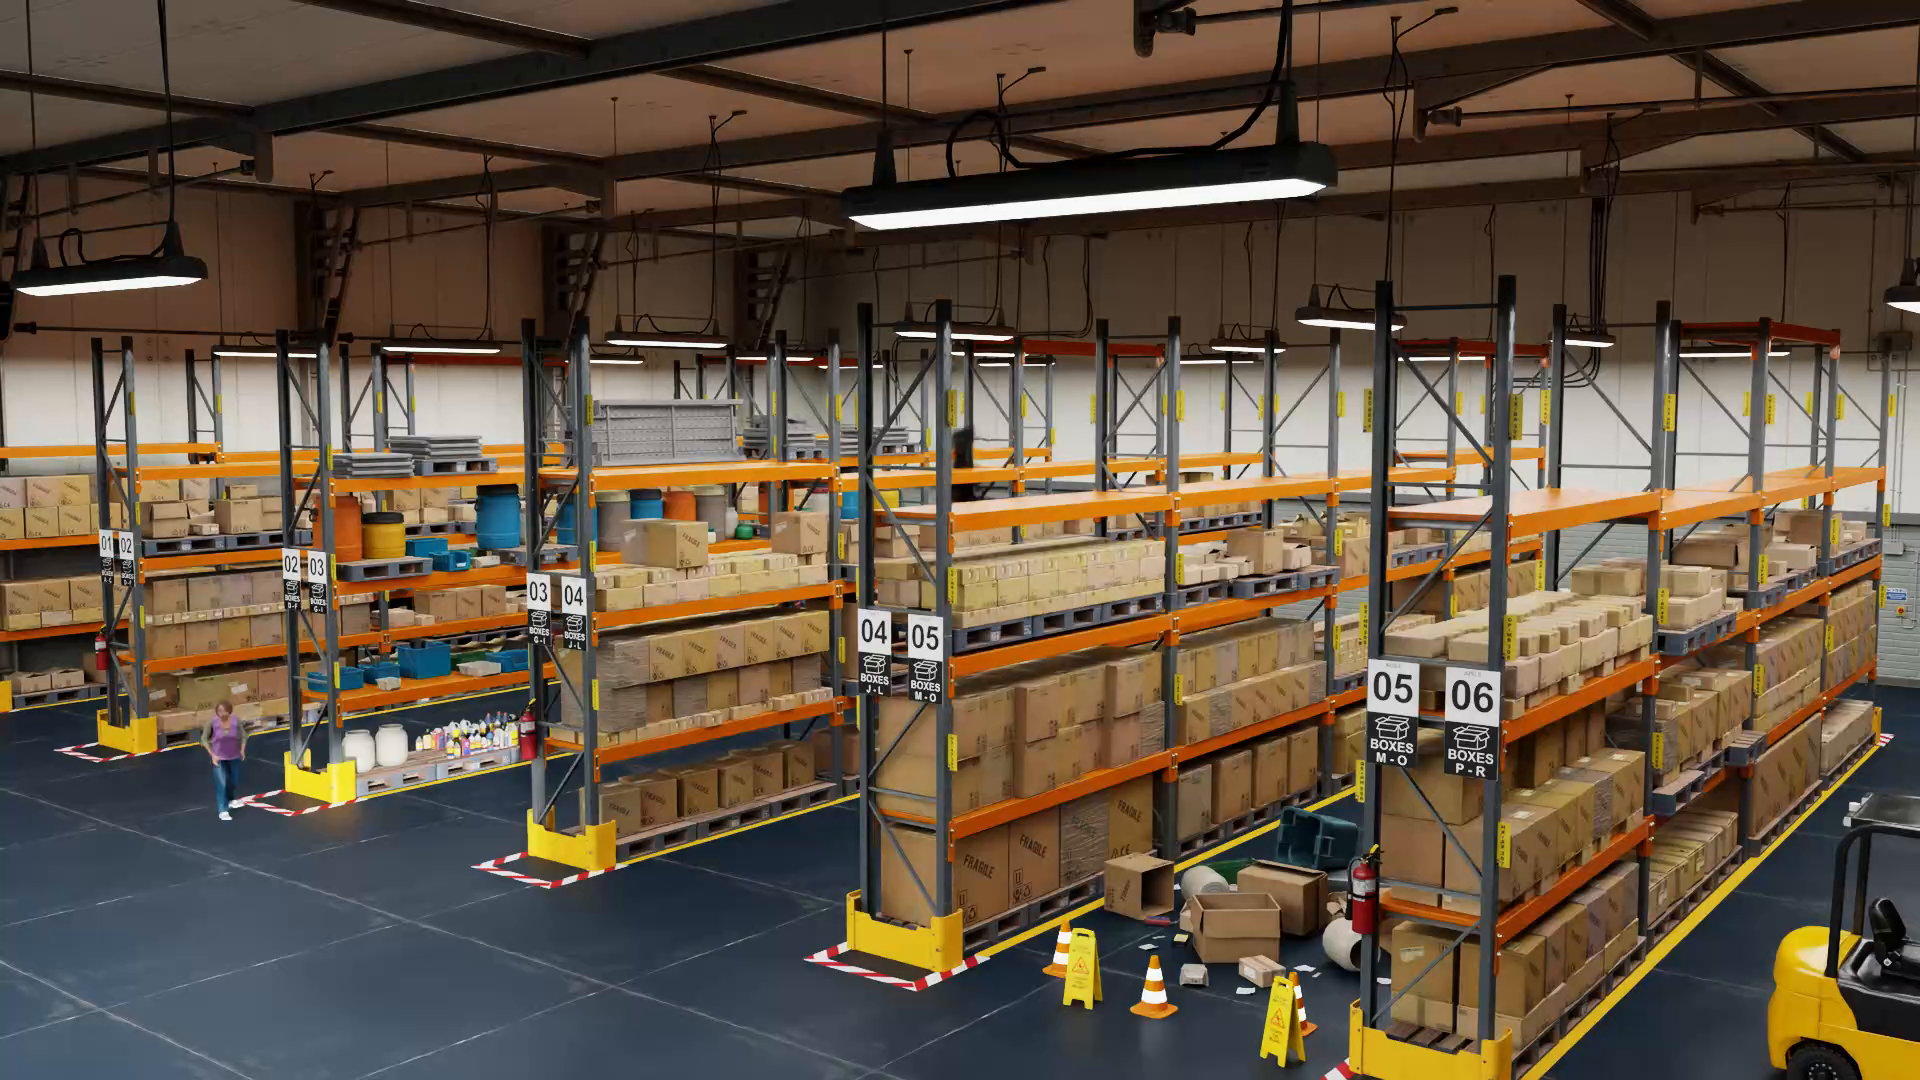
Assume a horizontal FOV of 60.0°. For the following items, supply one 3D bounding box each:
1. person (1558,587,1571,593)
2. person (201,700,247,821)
[{"bbox_3d":[10.564,1.733,29.173,0.840,1.816,0.685,0,5,-1],"label":"person"},{"bbox_3d":[-8.974,2.652,20.302,0.556,1.511,0.774,-4,7,-41],"label":"person"}]
